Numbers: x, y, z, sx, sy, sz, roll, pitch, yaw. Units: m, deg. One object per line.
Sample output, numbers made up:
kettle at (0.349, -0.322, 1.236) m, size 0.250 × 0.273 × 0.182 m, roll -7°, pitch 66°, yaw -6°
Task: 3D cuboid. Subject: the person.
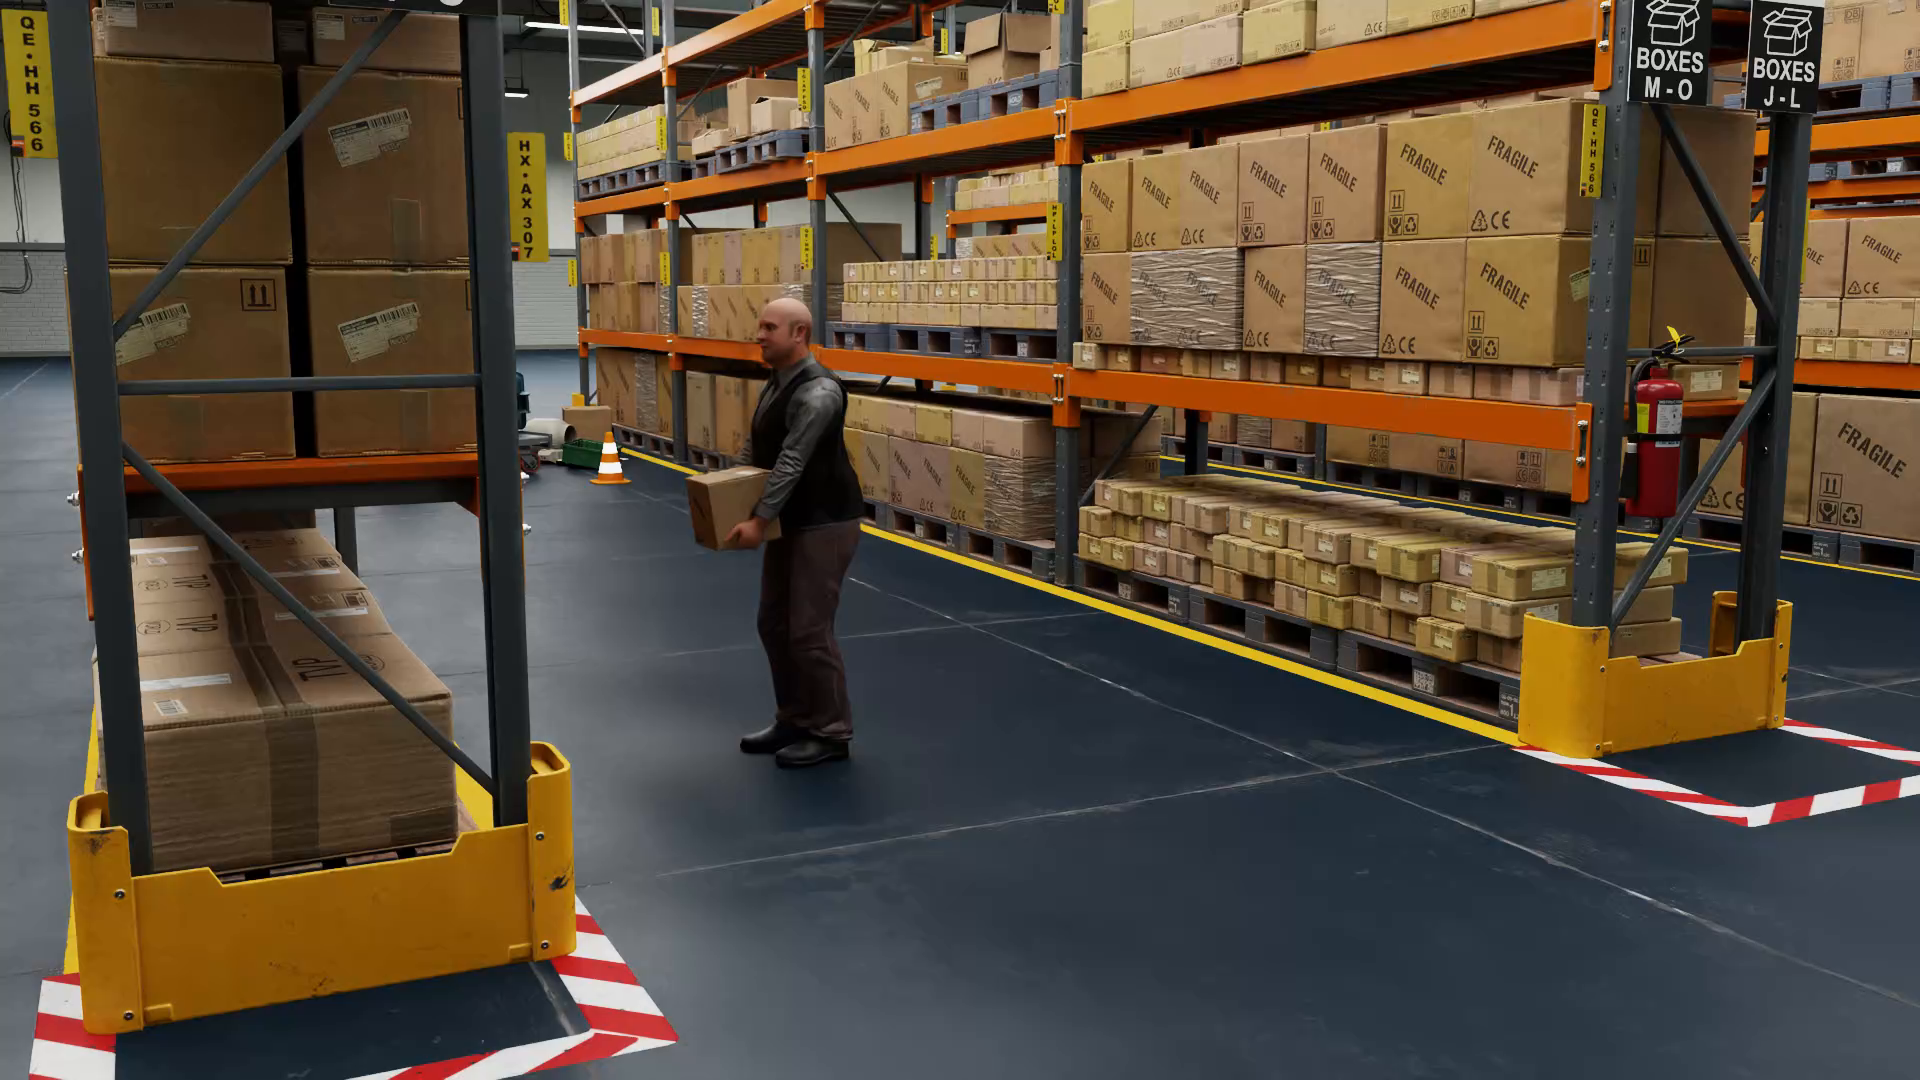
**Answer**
person at (-0.645, -0.031, 6.172) m, size 0.568 × 1.716 × 0.491 m, roll -4°, pitch 9°, yaw -27°
